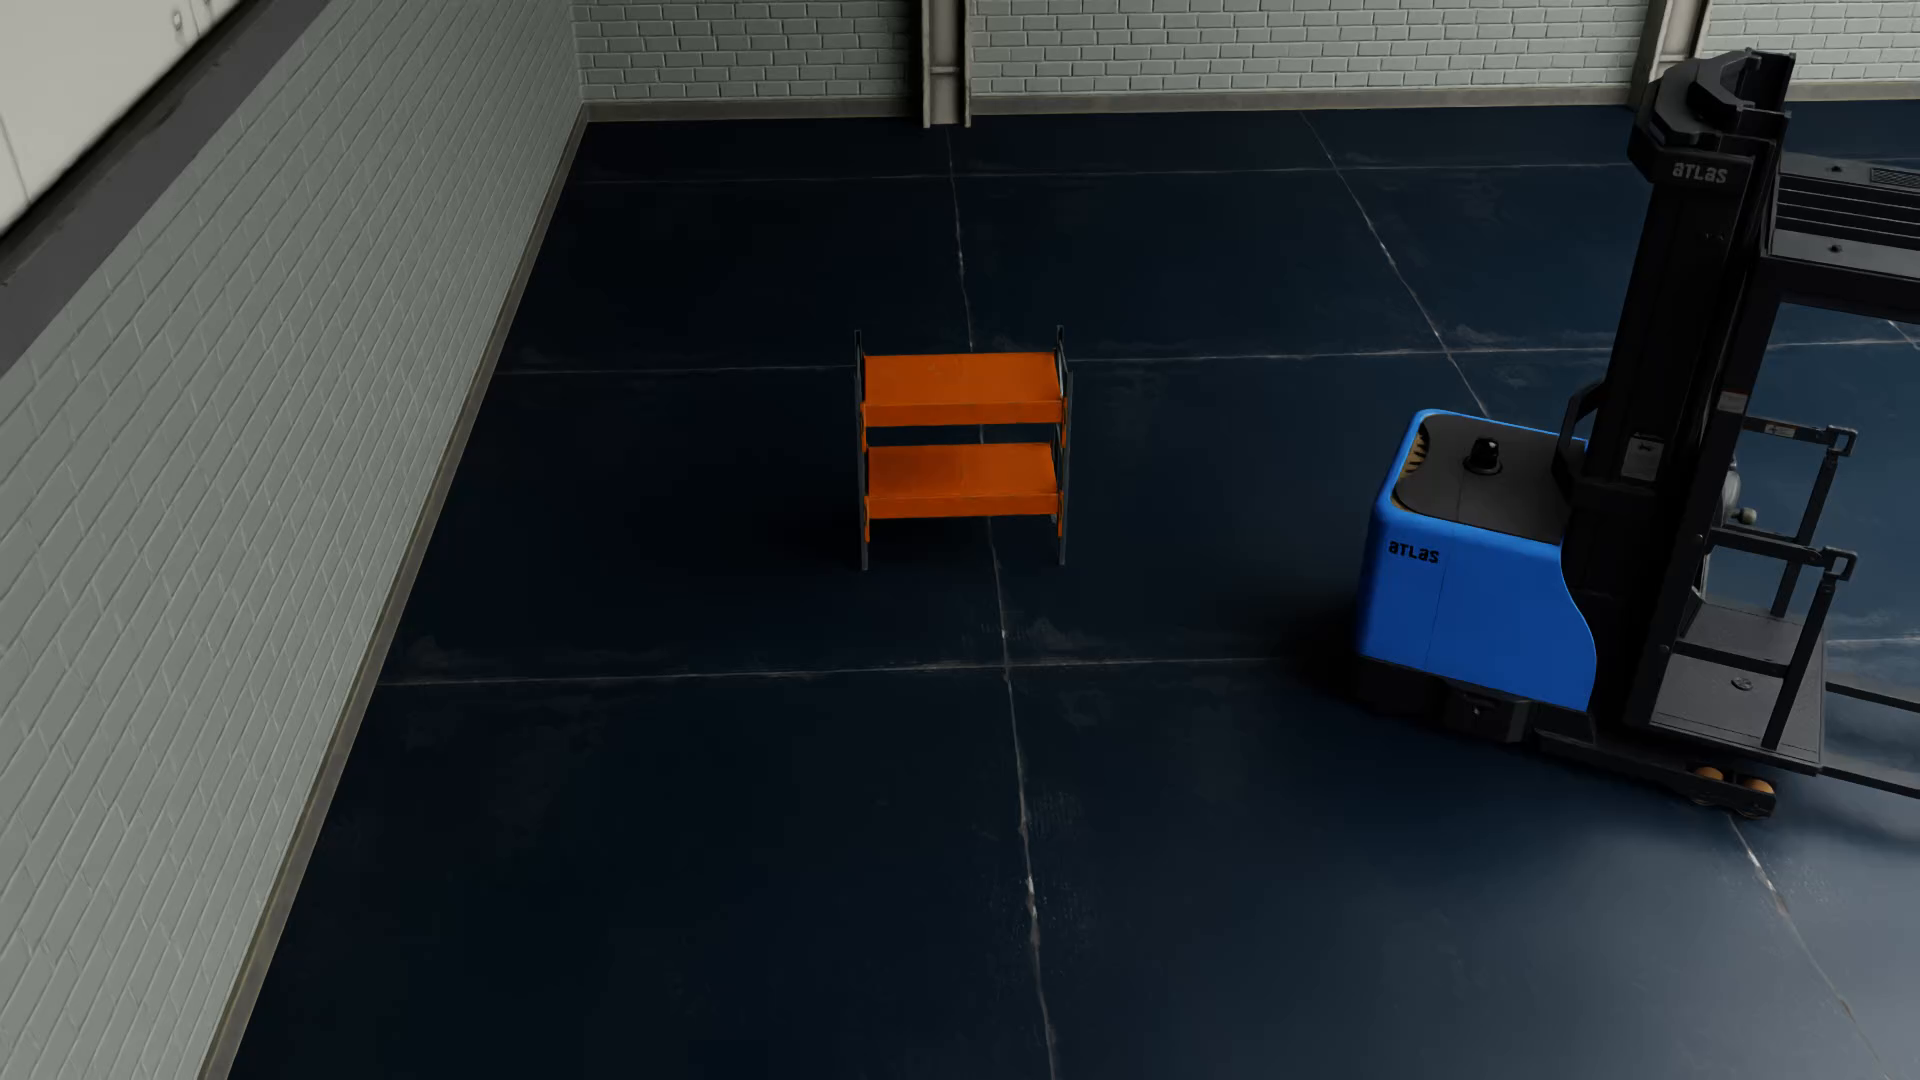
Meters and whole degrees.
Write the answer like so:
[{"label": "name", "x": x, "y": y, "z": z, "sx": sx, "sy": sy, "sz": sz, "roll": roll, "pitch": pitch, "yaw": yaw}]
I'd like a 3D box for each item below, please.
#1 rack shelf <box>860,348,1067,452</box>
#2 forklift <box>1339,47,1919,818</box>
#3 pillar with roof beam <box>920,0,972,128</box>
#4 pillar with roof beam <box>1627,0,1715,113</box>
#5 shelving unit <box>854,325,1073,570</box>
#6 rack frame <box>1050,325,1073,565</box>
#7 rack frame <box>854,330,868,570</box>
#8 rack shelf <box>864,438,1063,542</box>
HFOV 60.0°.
[{"label": "rack shelf", "x": 0.007, "y": -0.703, "z": 8.300, "sx": 1.000, "sy": 0.278, "sz": 0.538, "roll": -2, "pitch": 35, "yaw": -2}, {"label": "forklift", "x": 3.319, "y": -0.367, "z": 6.742, "sx": 3.031, "sy": 2.935, "sz": 1.130, "roll": 14, "pitch": 37, "yaw": 19}, {"label": "pillar with roof beam", "x": 0.089, "y": -4.737, "z": 7.724, "sx": 0.400, "sy": 9.000, "sz": 9.100, "roll": -2, "pitch": 35, "yaw": -2}, {"label": "pillar with roof beam", "x": 6.082, "y": -4.899, "z": 7.957, "sx": 0.400, "sy": 9.000, "sz": 9.100, "roll": -2, "pitch": 35, "yaw": -2}, {"label": "shelving unit", "x": 0.007, "y": -0.463, "z": 8.466, "sx": 1.048, "sy": 1.125, "sz": 0.538, "roll": -2, "pitch": 35, "yaw": -2}, {"label": "rack frame", "x": 0.515, "y": -0.476, "z": 8.486, "sx": 0.032, "sy": 1.125, "sz": 0.500, "roll": -2, "pitch": 35, "yaw": -2}, {"label": "rack frame", "x": -0.501, "y": -0.449, "z": 8.447, "sx": 0.032, "sy": 1.125, "sz": 0.500, "roll": -2, "pitch": 35, "yaw": -2}, {"label": "rack shelf", "x": 0.007, "y": -0.262, "z": 8.606, "sx": 1.000, "sy": 0.278, "sz": 0.538, "roll": -2, "pitch": 35, "yaw": -2}]
